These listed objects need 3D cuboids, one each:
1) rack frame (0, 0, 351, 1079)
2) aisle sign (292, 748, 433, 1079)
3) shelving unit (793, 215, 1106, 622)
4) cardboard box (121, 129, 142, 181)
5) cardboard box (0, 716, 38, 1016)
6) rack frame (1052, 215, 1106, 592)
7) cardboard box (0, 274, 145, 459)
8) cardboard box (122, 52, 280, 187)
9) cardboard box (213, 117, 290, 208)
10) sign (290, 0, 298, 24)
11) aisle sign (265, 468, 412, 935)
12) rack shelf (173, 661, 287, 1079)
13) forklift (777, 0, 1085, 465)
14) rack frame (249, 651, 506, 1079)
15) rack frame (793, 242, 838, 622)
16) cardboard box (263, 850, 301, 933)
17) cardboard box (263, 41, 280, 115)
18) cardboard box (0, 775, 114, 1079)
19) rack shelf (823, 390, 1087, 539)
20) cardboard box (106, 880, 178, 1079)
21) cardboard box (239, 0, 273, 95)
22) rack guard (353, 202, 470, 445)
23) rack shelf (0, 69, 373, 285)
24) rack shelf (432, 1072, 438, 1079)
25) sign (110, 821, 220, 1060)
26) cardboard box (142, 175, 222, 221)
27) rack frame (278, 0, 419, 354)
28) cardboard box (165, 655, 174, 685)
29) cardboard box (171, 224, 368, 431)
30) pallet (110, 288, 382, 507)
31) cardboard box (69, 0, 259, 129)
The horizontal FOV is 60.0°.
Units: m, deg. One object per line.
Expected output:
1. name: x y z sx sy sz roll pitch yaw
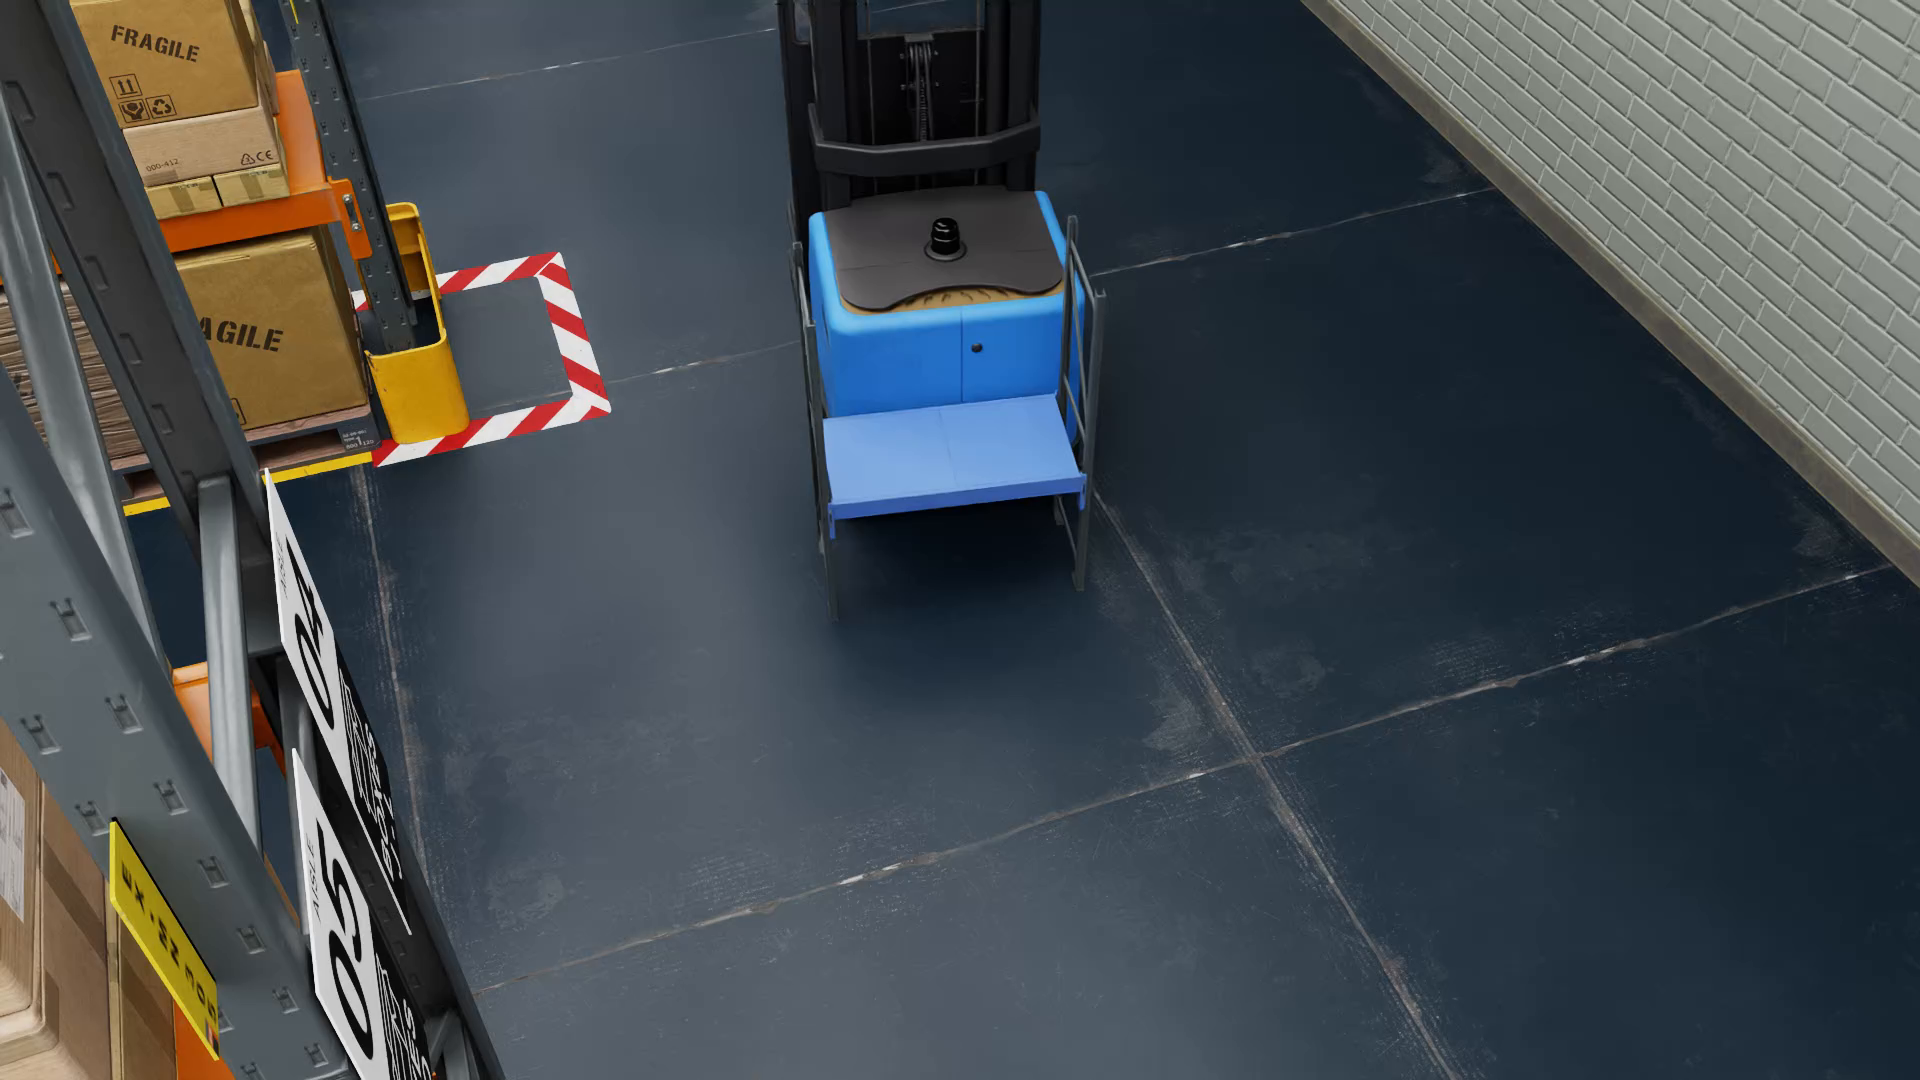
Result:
1. rack frame: -1.012 -0.689 1.393 0.127 3.000 1.000 -14 47 -14
2. aisle sign: -0.842 0.693 2.415 0.004 0.787 0.394 -14 47 -14
3. shelving unit: -0.048 -0.433 6.432 1.048 1.500 0.538 -7 45 -7
4. cardboard box: -3.444 -1.537 6.369 0.500 0.250 0.500 -15 47 -15
5. cardboard box: -1.225 0.381 1.915 0.250 0.149 0.380 -15 47 -14
6. rack frame: 0.454 -0.492 6.491 0.032 1.500 0.500 -7 45 -7
7. cardboard box: -4.032 -0.872 7.014 0.875 0.875 0.875 -14 47 -14
8. cardboard box: -2.967 -1.659 6.490 0.500 0.250 0.500 -15 47 -14
9. cardboard box: -2.824 -1.506 6.620 0.250 0.149 0.380 -14 47 -13
10. sign: -2.430 -2.027 5.977 0.005 0.325 0.100 -14 47 -14
11. aisle sign: -1.045 0.294 2.813 0.004 0.787 0.394 -14 47 -14
12. rack shelf: -2.893 1.105 2.230 4.000 0.370 1.077 -14 47 -14
13. forklift: -0.248 -2.194 7.177 1.130 2.935 3.031 -7 46 -7
14. rack frame: -1.012 1.429 3.517 0.127 3.000 1.000 -14 47 -14
15. rack frame: -0.549 -0.374 6.373 0.032 1.500 0.500 -7 45 -7
16. cardboard box: -1.525 0.867 3.091 0.500 0.500 0.500 -15 47 -14
17. cardboard box: -3.047 -1.946 7.058 0.250 0.149 0.380 -14 47 -13
18. cardboard box: -1.359 0.527 2.052 0.500 0.250 0.500 -16 47 -15
19. rack shelf: -0.048 -0.306 6.559 1.000 0.185 0.538 -7 45 -7
20. cardboard box: -1.350 0.709 2.223 0.500 0.250 0.500 -15 47 -15
21. cardboard box: -3.144 -2.016 6.847 0.500 0.250 0.500 -16 47 -15
22. rack guard: -2.579 -1.023 7.726 0.348 0.500 1.175 -14 47 -14
23. rack shelf: -4.482 -1.165 6.610 4.000 0.370 1.077 -14 47 -14
24. rack shelf: -2.893 2.164 3.293 4.000 0.370 1.077 -14 47 -14
25. sign: -0.843 0.432 1.768 0.005 0.325 0.100 -14 47 -14
26. cardboard box: -3.068 -1.443 6.557 0.250 0.149 0.380 -14 47 -13
27. rack frame: -2.601 -1.900 6.835 0.127 3.000 1.000 -14 47 -14
28. cardboard box: -1.521 0.361 2.570 0.500 0.250 0.500 -13 46 -12
29. cardboard box: -3.176 -1.091 7.232 0.875 0.875 0.875 -14 47 -14
30. pallet: -3.327 -0.671 7.579 1.213 0.211 1.003 -14 47 -14
31. cardboard box: -2.970 -1.924 6.226 0.500 0.500 0.500 -14 47 -13
